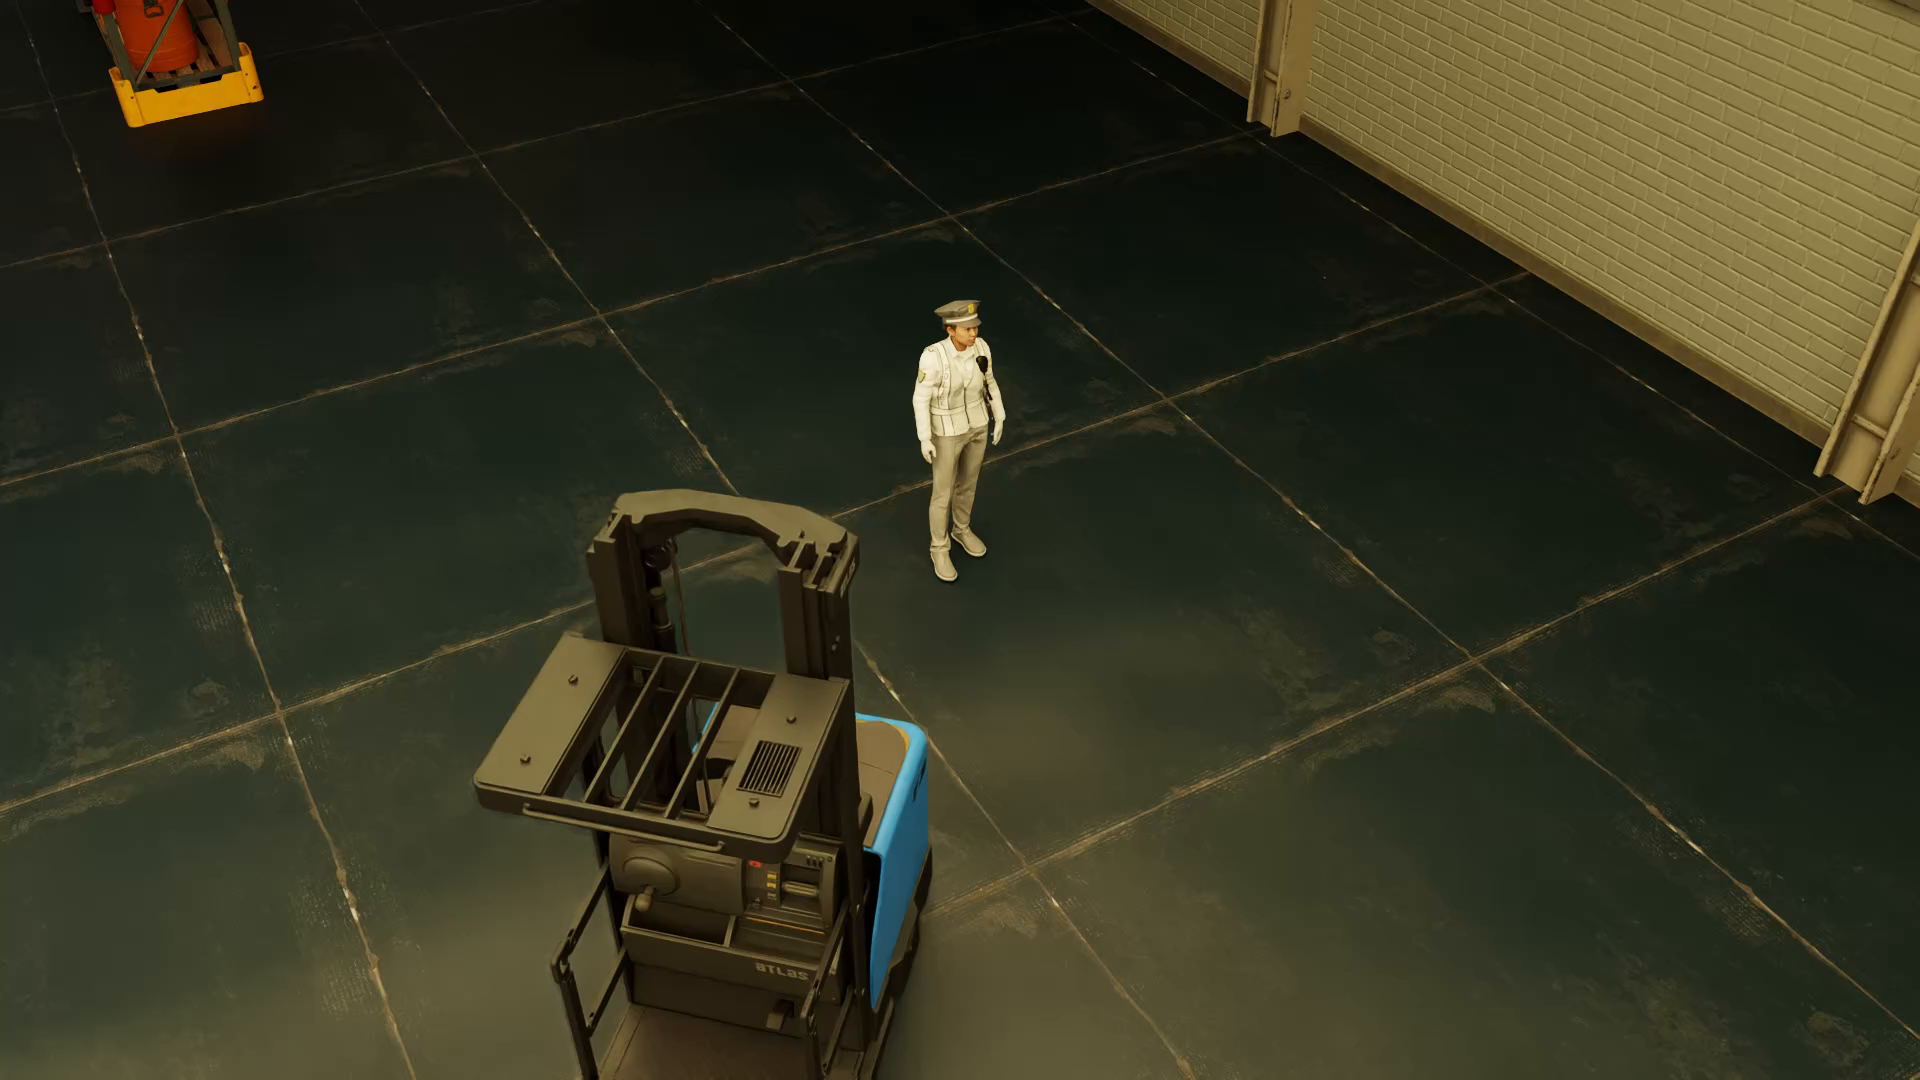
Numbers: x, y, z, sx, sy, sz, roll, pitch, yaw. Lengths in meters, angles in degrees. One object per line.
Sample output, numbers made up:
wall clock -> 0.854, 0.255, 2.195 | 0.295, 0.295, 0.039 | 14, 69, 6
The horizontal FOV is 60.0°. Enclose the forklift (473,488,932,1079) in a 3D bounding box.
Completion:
forklift -> -0.982, 1.389, 6.362 | 1.130, 2.935, 3.031 | 9, 40, 10

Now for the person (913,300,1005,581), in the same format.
person -> 0.029, -0.618, 9.739 | 0.588, 1.695, 0.531 | -20, 44, -23
